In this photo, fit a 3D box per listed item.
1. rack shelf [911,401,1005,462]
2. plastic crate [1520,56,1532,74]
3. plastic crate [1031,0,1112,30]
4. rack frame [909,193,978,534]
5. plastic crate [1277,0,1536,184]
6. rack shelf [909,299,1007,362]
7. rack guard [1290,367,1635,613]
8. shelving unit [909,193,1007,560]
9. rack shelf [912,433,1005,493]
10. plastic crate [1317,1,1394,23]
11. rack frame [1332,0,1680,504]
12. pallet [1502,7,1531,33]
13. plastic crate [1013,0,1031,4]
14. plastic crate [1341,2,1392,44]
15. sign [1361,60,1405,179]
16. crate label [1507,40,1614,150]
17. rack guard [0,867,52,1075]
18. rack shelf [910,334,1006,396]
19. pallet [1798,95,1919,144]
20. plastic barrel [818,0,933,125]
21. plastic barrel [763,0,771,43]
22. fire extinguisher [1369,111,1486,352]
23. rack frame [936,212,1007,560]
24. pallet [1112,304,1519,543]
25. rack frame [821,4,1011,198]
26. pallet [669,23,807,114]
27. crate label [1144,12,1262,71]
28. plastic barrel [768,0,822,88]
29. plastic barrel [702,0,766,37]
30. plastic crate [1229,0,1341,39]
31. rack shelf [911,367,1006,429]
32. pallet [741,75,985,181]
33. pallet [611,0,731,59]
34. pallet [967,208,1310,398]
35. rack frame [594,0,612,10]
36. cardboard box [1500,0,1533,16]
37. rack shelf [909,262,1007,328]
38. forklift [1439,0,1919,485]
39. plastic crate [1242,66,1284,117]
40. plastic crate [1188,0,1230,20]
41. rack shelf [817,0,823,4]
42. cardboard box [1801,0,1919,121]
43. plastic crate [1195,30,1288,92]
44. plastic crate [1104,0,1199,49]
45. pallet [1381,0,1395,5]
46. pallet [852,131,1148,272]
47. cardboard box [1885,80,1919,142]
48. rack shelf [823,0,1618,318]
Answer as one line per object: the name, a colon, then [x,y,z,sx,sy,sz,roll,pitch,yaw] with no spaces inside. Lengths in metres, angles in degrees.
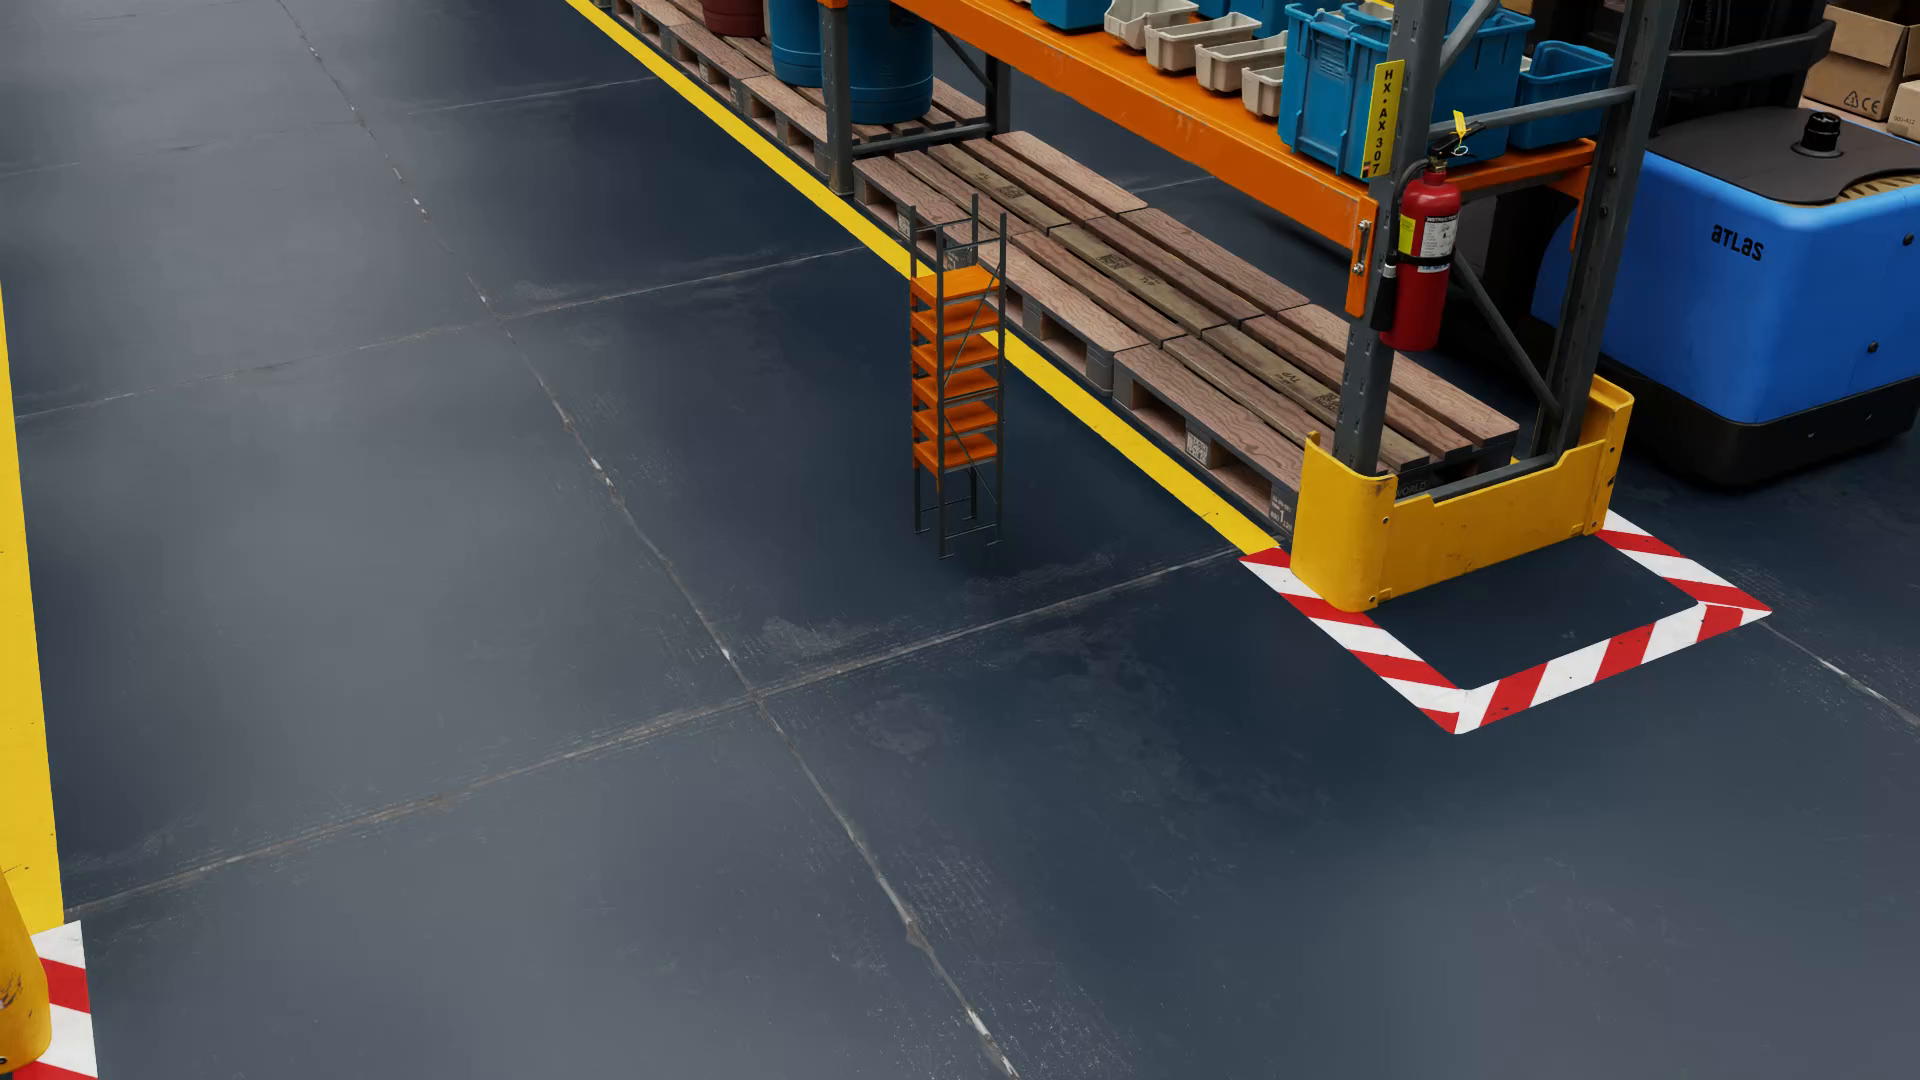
rack shelf: [-0.007,-0.374,5.526,0.258,0.103,0.180,-16,36,-23]
plastic crate: [1.761,-1.541,5.563,0.250,0.136,0.298,-16,36,-23]
plastic crate: [0.477,-2.122,6.381,0.416,0.233,0.300,-16,36,-23]
rack frame: [-0.049,-0.556,5.505,0.240,1.200,0.006,-16,36,-23]
plastic crate: [1.340,-1.405,5.074,0.616,0.435,0.499,-16,36,-23]
rack shelf: [-0.007,-0.677,5.332,0.258,0.103,0.180,-16,36,-23]
rack guard: [1.684,-0.191,5.585,1.175,0.500,0.348,-16,36,-23]
shelving unit: [-0.007,-0.512,5.437,0.258,1.200,0.189,-16,36,-23]
rack shelf: [-0.007,-0.273,5.591,0.258,0.103,0.180,-16,36,-23]
plastic crate: [1.445,-1.864,6.068,0.250,0.136,0.298,-16,36,-23]
rack frame: [1.661,-1.252,4.923,1.000,3.000,0.127,-16,36,-23]
pallet: [3.767,-3.609,11.188,1.003,0.211,1.213,-16,36,-23]
plastic crate: [0.345,-2.361,6.709,0.437,0.282,0.530,-16,36,-23]
plastic crate: [1.530,-1.721,5.756,0.416,0.233,0.300,-16,36,-23]
sign: [1.182,-1.174,4.651,0.100,0.325,0.005,-16,36,-23]
crate label: [1.837,-1.407,5.265,0.416,0.233,0.303,-16,36,-23]
rack guard: [-2.709,1.058,3.635,1.175,0.500,0.348,-16,36,-23]
rack shelf: [-0.007,-0.576,5.396,0.258,0.103,0.180,-16,36,-23]
pallet: [5.072,-2.320,9.175,1.003,0.211,1.213,-16,36,-23]
plastic barrel: [-0.442,-2.718,8.768,0.600,0.901,0.708,-16,36,-23]
plastic barrel: [-0.957,-3.184,9.856,0.421,0.512,0.421,0,33,0]
fire extinguisher: [1.329,-0.876,4.754,0.296,0.674,0.183,-16,36,-23]
rack frame: [0.036,-0.468,5.369,0.240,1.200,0.006,-16,36,-23]
pallet: [1.311,-0.481,6.305,1.003,0.211,1.213,-16,36,-23]
rack frame: [-0.204,-3.161,7.903,1.000,3.000,0.127,-16,36,-23]
pallet: [-1.100,-2.948,10.156,1.003,0.211,1.213,-16,36,-23]
crate label: [0.847,-1.778,5.934,0.396,0.136,0.243,-16,36,-23]
plastic barrel: [-0.773,-3.056,9.295,0.600,0.901,0.708,-16,36,-23]
plastic barrel: [-1.299,-3.463,10.221,0.600,0.588,0.708,-16,36,-23]
plastic crate: [1.223,-2.036,6.246,0.416,0.233,0.300,-16,36,-23]
rack shelf: [-0.007,-0.475,5.461,0.258,0.103,0.180,-16,36,-23]
pallet: [-0.527,-2.365,9.246,1.003,0.211,1.213,-16,36,-23]
pallet: [-1.664,-3.530,11.064,1.003,0.211,1.213,-16,36,-23]
pallet: [0.746,-1.062,7.213,1.003,0.211,1.213,-16,36,-23]
rack frame: [-2.069,-5.070,10.882,1.000,3.000,0.127,-16,36,-23]
cardboard box: [3.696,-3.701,10.655,0.500,0.500,0.500,-16,36,-23]
rack shelf: [-0.007,-0.778,5.267,0.258,0.103,0.180,-16,36,-23]
forklift: [2.498,-2.206,6.477,1.130,2.935,3.031,-15,36,-22]
plastic crate: [1.121,-1.510,5.515,0.396,0.136,0.243,-16,36,-23]
plastic crate: [1.083,-2.179,6.470,0.416,0.233,0.300,-16,36,-23]
rack shelf: [-1.136,-3.812,9.587,1.077,0.370,4.000,-16,36,-23]
cardboard box: [5.060,-2.644,9.002,0.797,0.503,0.637,-16,36,-23]
plastic crate: [0.998,-1.652,5.736,0.396,0.136,0.243,-16,36,-23]
plastic crate: [0.692,-1.915,6.147,0.298,0.136,0.250,-16,36,-23]
pallet: [3.194,-4.192,12.098,1.003,0.211,1.213,-16,36,-23]
pallet: [0.173,-1.645,8.123,1.003,0.211,1.213,-16,36,-23]
cardboard box: [5.157,-2.182,8.516,0.500,0.250,0.500,-16,36,-23]
rack shelf: [0.729,-1.903,6.607,1.077,0.370,4.000,-16,36,-23]
